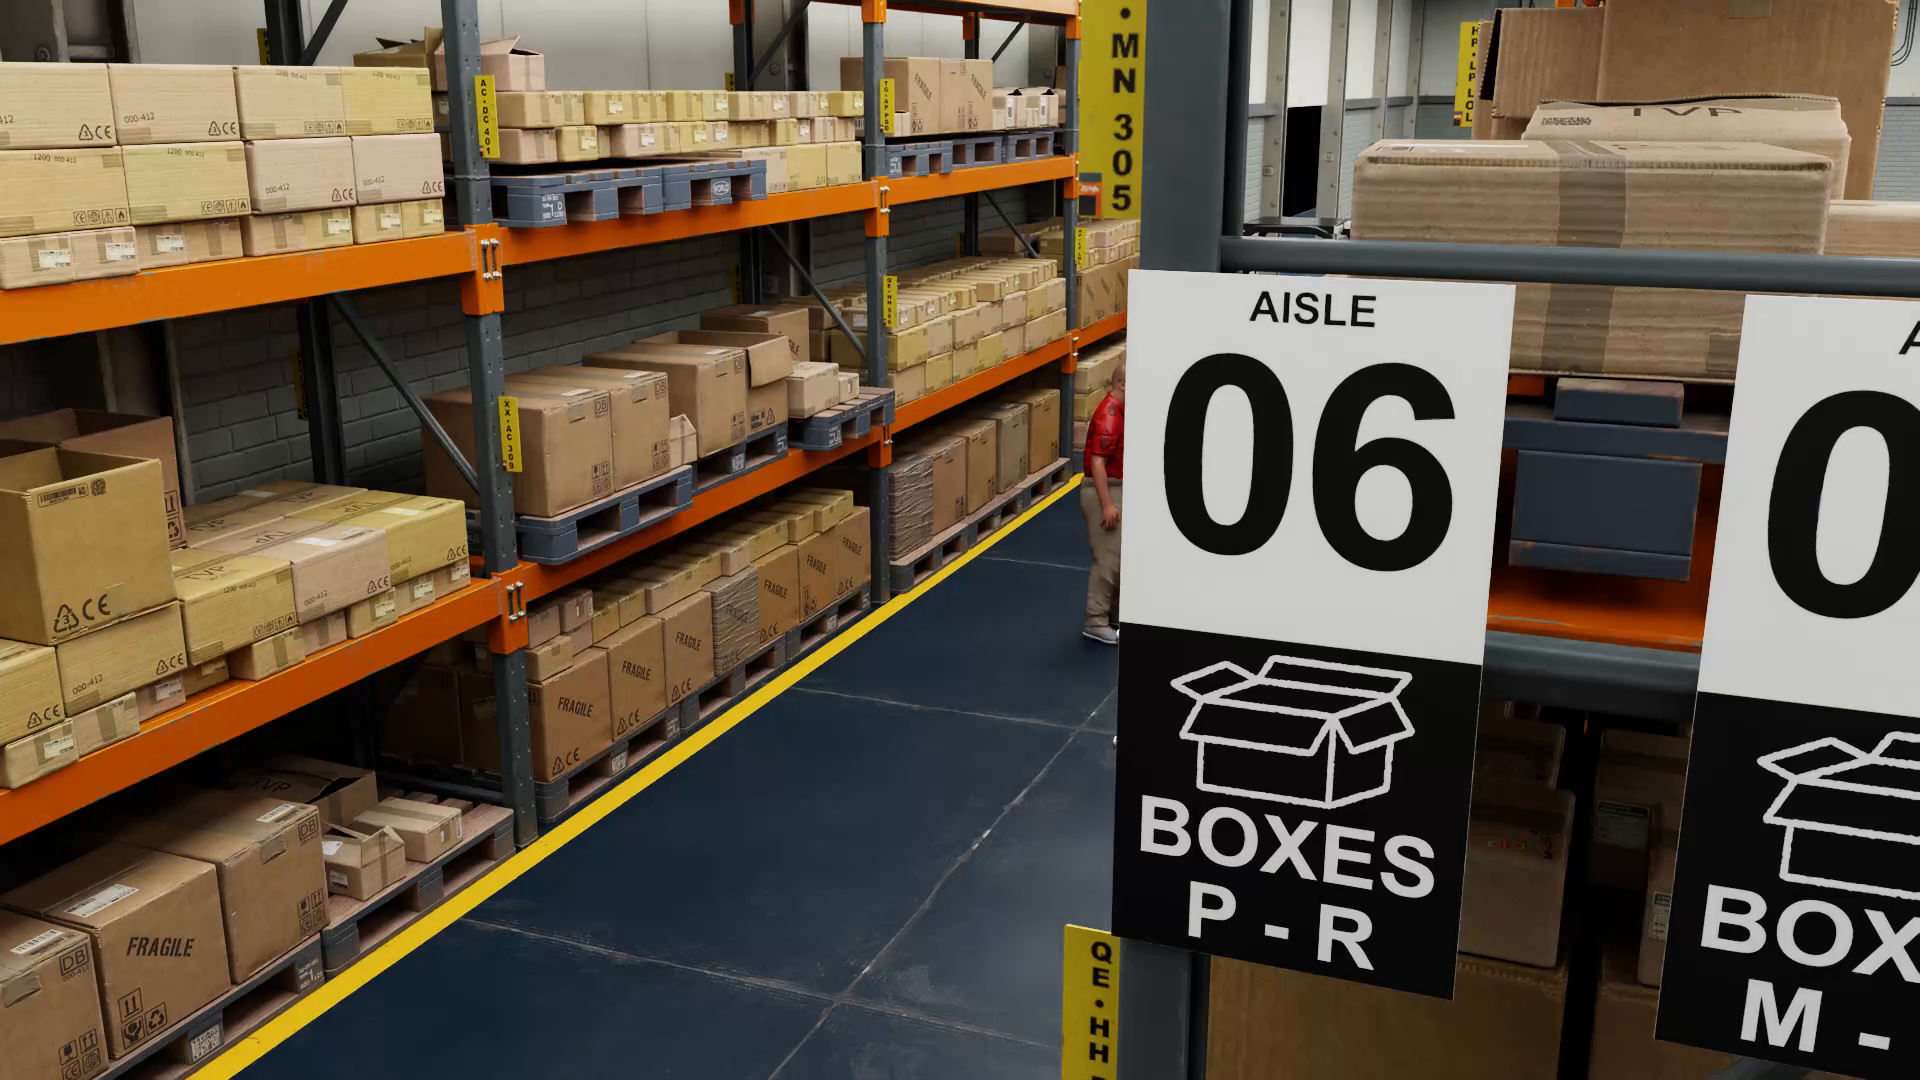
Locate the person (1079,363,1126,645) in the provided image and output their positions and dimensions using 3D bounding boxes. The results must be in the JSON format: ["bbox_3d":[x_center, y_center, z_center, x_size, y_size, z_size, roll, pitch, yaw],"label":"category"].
[{"bbox_3d":[0.965,-0.252,10.469,0.394,1.726,0.604,5,16,17],"label":"person"}]
